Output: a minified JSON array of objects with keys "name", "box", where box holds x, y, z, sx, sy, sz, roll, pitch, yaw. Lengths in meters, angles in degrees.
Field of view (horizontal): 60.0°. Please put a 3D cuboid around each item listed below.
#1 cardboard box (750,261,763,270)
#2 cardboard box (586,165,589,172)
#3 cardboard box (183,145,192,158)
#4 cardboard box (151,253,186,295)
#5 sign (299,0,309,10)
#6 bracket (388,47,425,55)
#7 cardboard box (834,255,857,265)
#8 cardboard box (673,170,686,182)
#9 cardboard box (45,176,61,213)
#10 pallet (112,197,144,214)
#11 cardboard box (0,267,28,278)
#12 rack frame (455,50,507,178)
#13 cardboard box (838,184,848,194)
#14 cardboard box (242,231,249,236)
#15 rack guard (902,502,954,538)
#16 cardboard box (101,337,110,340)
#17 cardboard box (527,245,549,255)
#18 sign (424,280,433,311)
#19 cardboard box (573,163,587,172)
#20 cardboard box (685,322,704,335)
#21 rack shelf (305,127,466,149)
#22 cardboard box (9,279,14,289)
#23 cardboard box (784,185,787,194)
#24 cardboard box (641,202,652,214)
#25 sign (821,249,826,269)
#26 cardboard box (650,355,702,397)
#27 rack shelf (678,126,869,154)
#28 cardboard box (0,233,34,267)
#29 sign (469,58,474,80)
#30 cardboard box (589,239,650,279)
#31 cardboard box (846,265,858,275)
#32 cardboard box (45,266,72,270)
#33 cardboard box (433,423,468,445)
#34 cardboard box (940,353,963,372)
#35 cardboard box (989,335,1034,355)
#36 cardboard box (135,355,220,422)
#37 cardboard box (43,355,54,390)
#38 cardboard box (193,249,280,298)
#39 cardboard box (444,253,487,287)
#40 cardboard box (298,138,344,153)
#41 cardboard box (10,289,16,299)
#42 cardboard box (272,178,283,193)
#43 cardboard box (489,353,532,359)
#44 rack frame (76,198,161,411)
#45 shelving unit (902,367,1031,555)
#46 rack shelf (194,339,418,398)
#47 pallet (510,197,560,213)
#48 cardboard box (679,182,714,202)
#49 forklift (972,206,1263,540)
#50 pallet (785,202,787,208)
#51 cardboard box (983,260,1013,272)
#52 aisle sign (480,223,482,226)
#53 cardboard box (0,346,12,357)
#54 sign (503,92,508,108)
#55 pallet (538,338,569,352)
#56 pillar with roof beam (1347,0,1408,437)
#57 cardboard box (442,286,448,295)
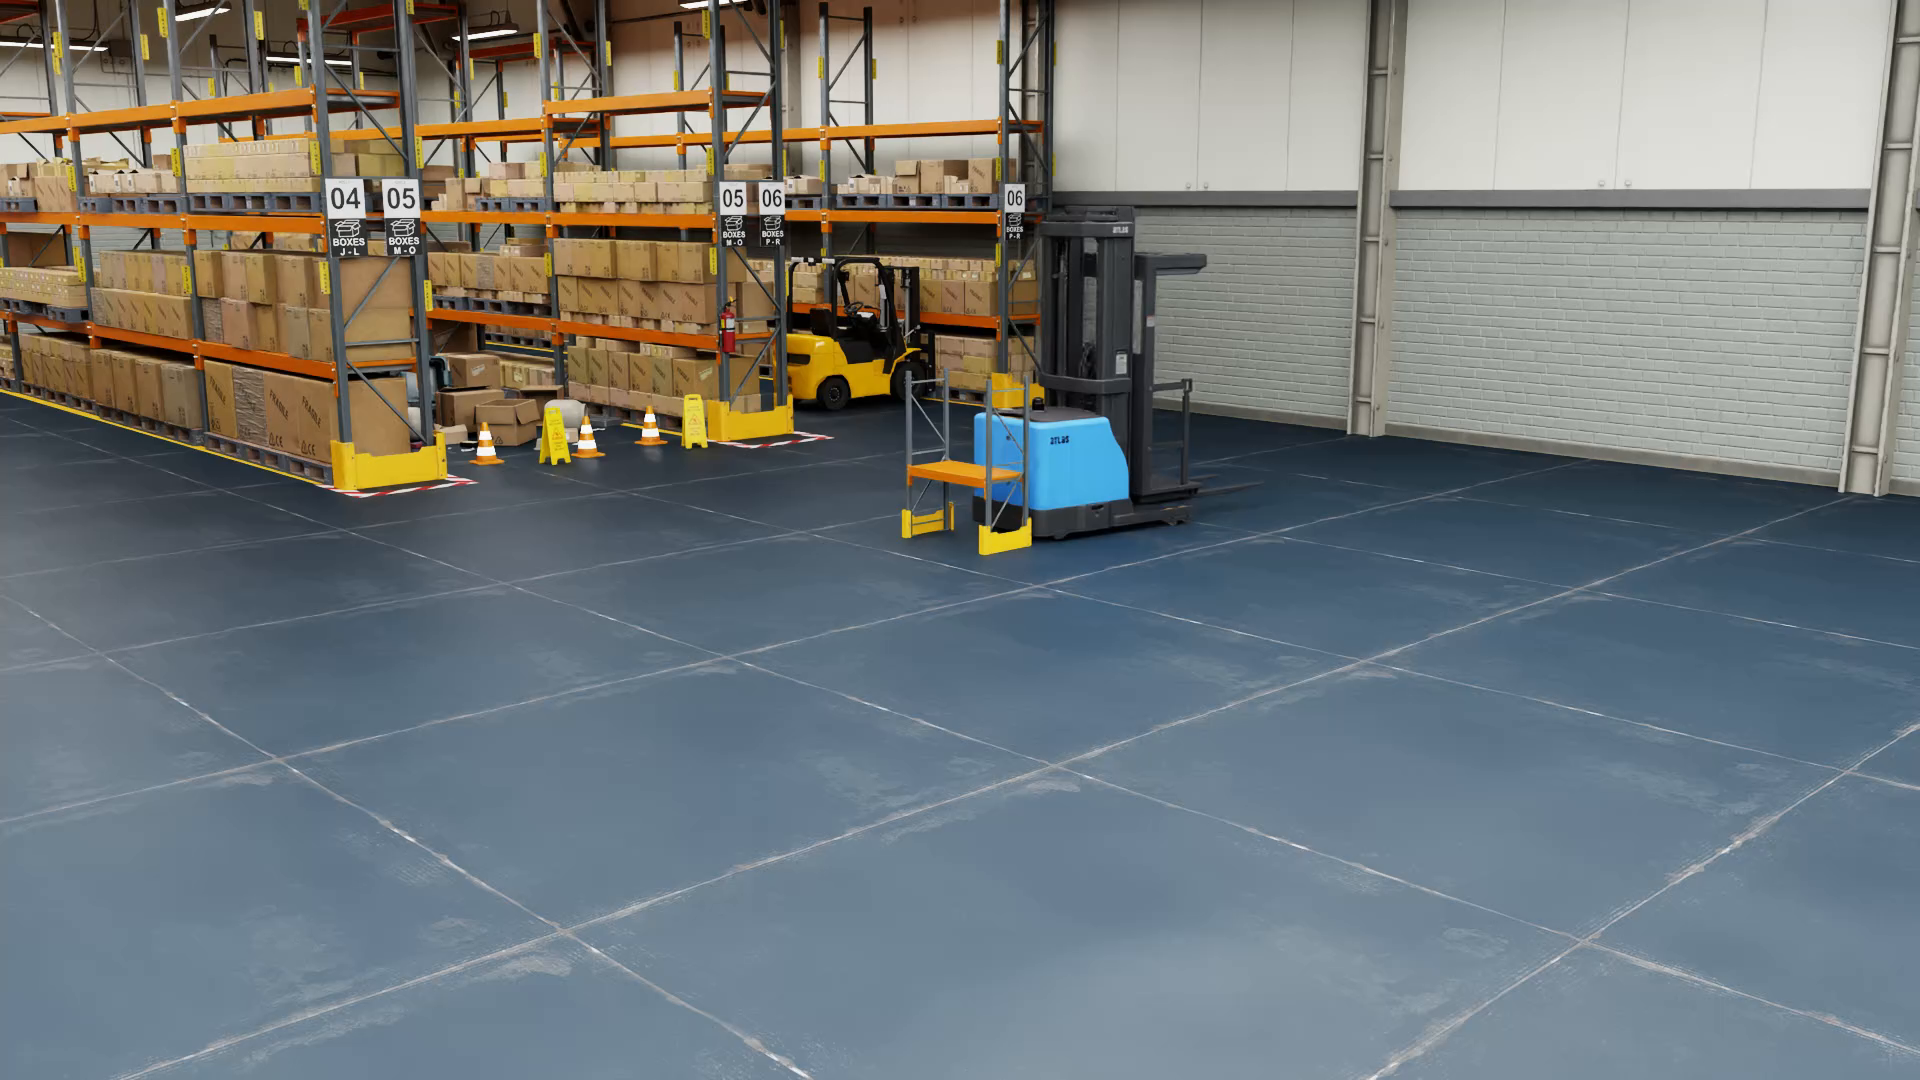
[{"name":"cardboard box","box":[-3.347,-4.670,28.288,0.250,0.149,0.380,11,16,44]},{"name":"cardboard box","box":[-7.377,-7.098,32.067,0.396,0.266,0.258,-11,16,-43]},{"name":"cardboard box","box":[-8.900,-4.568,19.574,0.380,0.149,0.250,-11,16,-42]},{"name":"cardboard box","box":[-9.958,-3.436,21.430,0.700,0.500,0.500,-11,16,-42]},{"name":"sign","box":[-6.545,-5.454,16.574,0.100,0.325,0.005,-11,16,-43]},{"name":"bracket","box":[-13.777,-11.464,39.336,0.076,0.066,5.218,-11,16,-43]},{"name":"cardboard box","box":[-1.802,-4.498,26.719,0.380,0.149,0.250,-10,16,-41]},{"name":"cardboard box","box":[-3.420,-4.620,21.117,0.380,0.149,0.250,-11,16,-43]},{"name":"cardboard box","box":[-12.600,-4.898,23.571,0.500,0.500,0.500,-11,16,-43]},{"name":"pallet","box":[-10.410,-4.388,21.811,1.003,0.211,1.213,-10,15,-40]},{"name":"cardboard box","box":[-14.491,-4.097,25.472,0.380,0.149,0.250,-10,15,-40]},{"name":"rack frame","box":[-10.095,-8.763,35.147,1.000,3.000,0.127,-11,16,-43]},{"name":"cardboard box","box":[-1.717,-5.567,26.398,0.380,0.149,0.250,-10,16,-41]},{"name":"cardboard box","box":[-13.308,-5.817,31.378,0.380,0.149,0.250,-10,15,-41]},{"name":"rack guard","box":[-0.291,-0.184,15.185,0.587,0.250,0.087,-11,16,-43]},{"name":"cardboard box","box":[-12.651,-2.892,24.810,0.500,0.250,0.500,-11,16,-42]},{"name":"cardboard box","box":[-6.289,-4.362,25.016,0.380,0.149,0.250,-10,15,-39]},{"name":"sign","box":[-5.737,-2.633,17.914,0.100,0.325,0.005,-11,16,-43]},{"name":"cardboard box","box":[-5.860,-5.440,24.542,0.500,0.250,0.500,-11,16,-44]},{"name":"cardboard box","box":[-3.301,-2.721,21.308,0.380,0.149,0.250,-11,16,-43]},{"name":"rack shelf","box":[-9.538,-6.647,27.649,1.077,0.370,4.000,-11,16,-43]},{"name":"cardboard box","box":[-14.132,-3.876,25.137,0.380,0.149,0.250,-10,16,-41]},{"name":"cardboard box","box":[-2.787,-5.793,27.495,0.380,0.149,0.250,-11,16,-43]},{"name":"cardboard box","box":[-3.945,-4.348,21.770,0.250,0.149,0.380,11,16,44]},{"name":"sign","box":[-2.193,-4.525,26.769,0.100,0.325,0.005,-11,16,-43]},{"name":"cardboard box","box":[-3.737,-2.180,21.976,0.500,0.500,0.500,-10,15,-40]},{"name":"rack shelf","box":[-3.189,-6.756,28.176,1.077,0.370,4.000,-11,16,-43]},{"name":"cardboard box","box":[-14.950,-4.560,26.148,0.500,0.500,0.500,11,16,43]},{"name":"sign","box":[-7.772,-7.477,26.391,0.100,0.325,0.005,-11,16,-43]},{"name":"cardboard box","box":[-4.584,-3.817,22.542,0.700,0.500,0.500,-11,16,-44]},{"name":"cardboard box","box":[-1.598,-4.320,26.590,0.380,0.149,0.250,-10,16,-41]},{"name":"cardboard box","box":[-14.012,-4.187,25.909,0.380,0.149,0.250,-10,15,-40]},{"name":"cardboard box","box":[-6.386,-1.344,20.776,0.396,0.266,0.258,-8,14,-33]},{"name":"cardboard box","box":[0.054,-2.696,25.099,0.500,0.250,0.500,-11,16,-43]},{"name":"cardboard box","box":[0.760,-2.935,25.021,0.500,0.250,0.500,-11,16,-43]},{"name":"cardboard box","box":[-10.062,-2.000,21.721,1.050,0.750,0.750,-11,16,-43]},{"name":"cardboard box","box":[-13.373,-2.530,24.910,0.500,0.500,0.500,-11,16,-42]},{"name":"cardboard box","box":[-8.675,-3.221,20.063,0.875,0.550,0.550,-11,16,-43]},{"name":"cardboard box","box":[-7.649,-4.193,25.803,0.500,0.500,0.500,-10,15,-40]},{"name":"cardboard box","box":[-6.621,-4.086,17.237,0.380,0.149,0.250,-11,16,-42]},{"name":"cardboard box","box":[-14.125,-3.729,25.160,0.380,0.149,0.250,-11,16,-42]},{"name":"cardboard box","box":[-7.143,-3.807,17.855,0.380,0.149,0.250,-11,16,-42]},{"name":"cardboard box","box":[-7.259,-2.694,26.024,0.950,0.372,0.625,-11,16,-44]},{"name":"rack frame","box":[-11.668,-3.261,23.305,1.000,3.000,0.127,-11,16,-43]},{"name":"shelving unit","box":[0.053,-0.723,14.706,0.587,1.500,1.083,-11,16,-43]},{"name":"rack shelf","box":[-7.524,-2.033,19.128,1.077,0.370,4.000,-11,16,-43]},{"name":"pallet","box":[-5.744,-4.864,24.117,1.213,0.211,1.003,-11,16,-43]},{"name":"cardboard box","box":[-3.181,-4.376,20.921,0.500,0.250,0.500,-11,16,-43]},{"name":"forklift","box":[1.600,-1.651,15.660,3.031,2.935,1.130,-9,14,-36]},{"name":"pallet","box":[-3.262,-5.785,28.591,1.003,0.211,1.213,-10,15,-40]},{"name":"cardboard box","box":[0.555,-4.025,24.424,0.380,0.149,0.250,-11,16,-42]},{"name":"aisle sign","box":[-10.354,-7.067,35.339,0.394,0.787,0.004,-11,16,-43]},{"name":"cardboard box","box":[-15.246,-3.028,26.726,0.380,0.149,0.250,-11,16,-43]},{"name":"sign","box":[-9.679,-9.373,35.397,0.100,0.325,0.005,-11,16,-43]},{"name":"pallet","box":[-7.806,-3.976,33.687,1.003,0.211,1.213,-11,16,-43]},{"name":"pillar with roof beam","box":[2.156,-5.180,17.753,9.100,9.000,0.400,-11,16,-43]},{"name":"cardboard box","box":[-7.896,-3.929,26.129,0.250,0.149,0.380,11,16,42]}]
